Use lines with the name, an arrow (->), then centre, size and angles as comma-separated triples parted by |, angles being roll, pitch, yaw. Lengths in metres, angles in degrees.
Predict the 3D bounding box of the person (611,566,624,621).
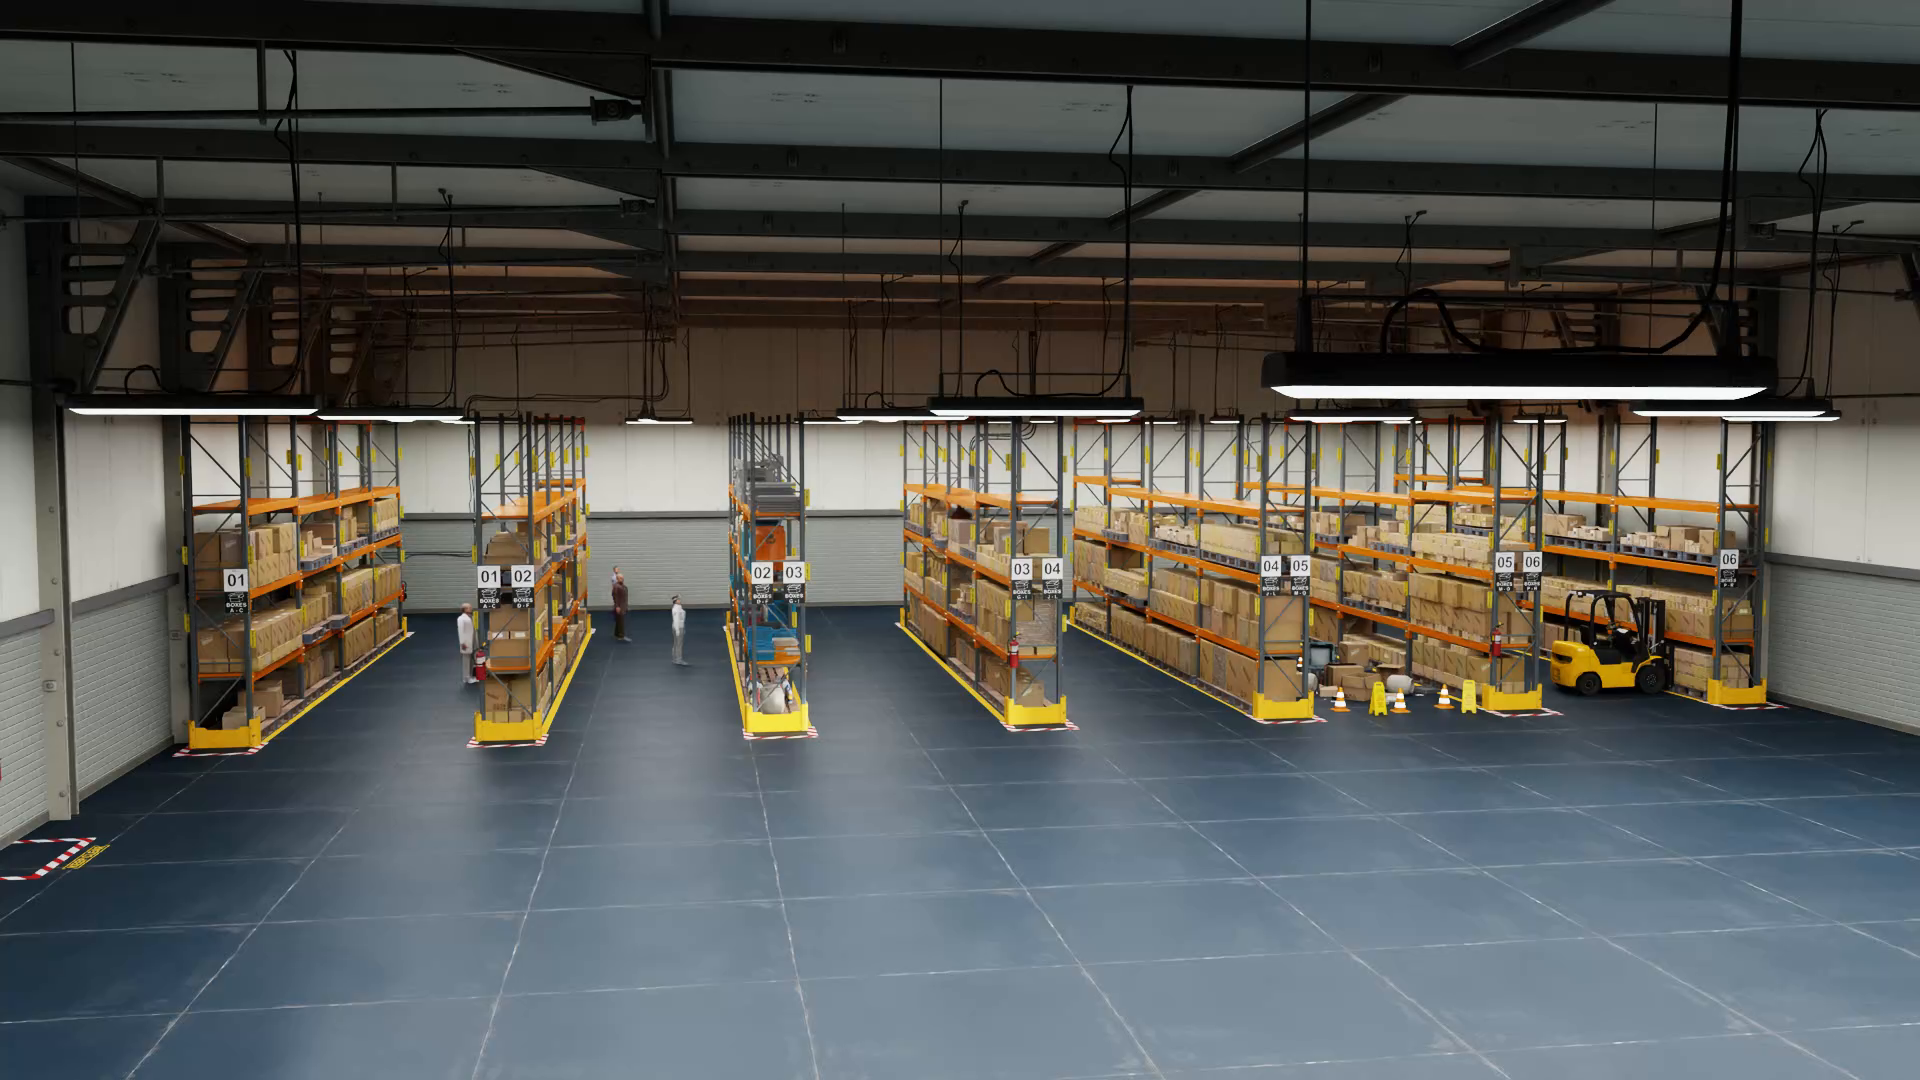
person -> -10.020, 1.619, 48.839 | 0.444, 1.576, 0.492 | 0, 4, -1

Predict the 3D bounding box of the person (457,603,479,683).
person -> -10.973, 2.314, 37.272 | 0.473, 1.803, 0.657 | 2, 4, 28

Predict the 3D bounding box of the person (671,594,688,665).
person -> -6.780, 2.154, 40.176 | 0.392, 1.719, 0.503 | -1, 4, -13

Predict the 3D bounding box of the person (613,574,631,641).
person -> -9.051, 1.801, 44.616 | 0.507, 1.797, 0.602 | 0, 4, 1
